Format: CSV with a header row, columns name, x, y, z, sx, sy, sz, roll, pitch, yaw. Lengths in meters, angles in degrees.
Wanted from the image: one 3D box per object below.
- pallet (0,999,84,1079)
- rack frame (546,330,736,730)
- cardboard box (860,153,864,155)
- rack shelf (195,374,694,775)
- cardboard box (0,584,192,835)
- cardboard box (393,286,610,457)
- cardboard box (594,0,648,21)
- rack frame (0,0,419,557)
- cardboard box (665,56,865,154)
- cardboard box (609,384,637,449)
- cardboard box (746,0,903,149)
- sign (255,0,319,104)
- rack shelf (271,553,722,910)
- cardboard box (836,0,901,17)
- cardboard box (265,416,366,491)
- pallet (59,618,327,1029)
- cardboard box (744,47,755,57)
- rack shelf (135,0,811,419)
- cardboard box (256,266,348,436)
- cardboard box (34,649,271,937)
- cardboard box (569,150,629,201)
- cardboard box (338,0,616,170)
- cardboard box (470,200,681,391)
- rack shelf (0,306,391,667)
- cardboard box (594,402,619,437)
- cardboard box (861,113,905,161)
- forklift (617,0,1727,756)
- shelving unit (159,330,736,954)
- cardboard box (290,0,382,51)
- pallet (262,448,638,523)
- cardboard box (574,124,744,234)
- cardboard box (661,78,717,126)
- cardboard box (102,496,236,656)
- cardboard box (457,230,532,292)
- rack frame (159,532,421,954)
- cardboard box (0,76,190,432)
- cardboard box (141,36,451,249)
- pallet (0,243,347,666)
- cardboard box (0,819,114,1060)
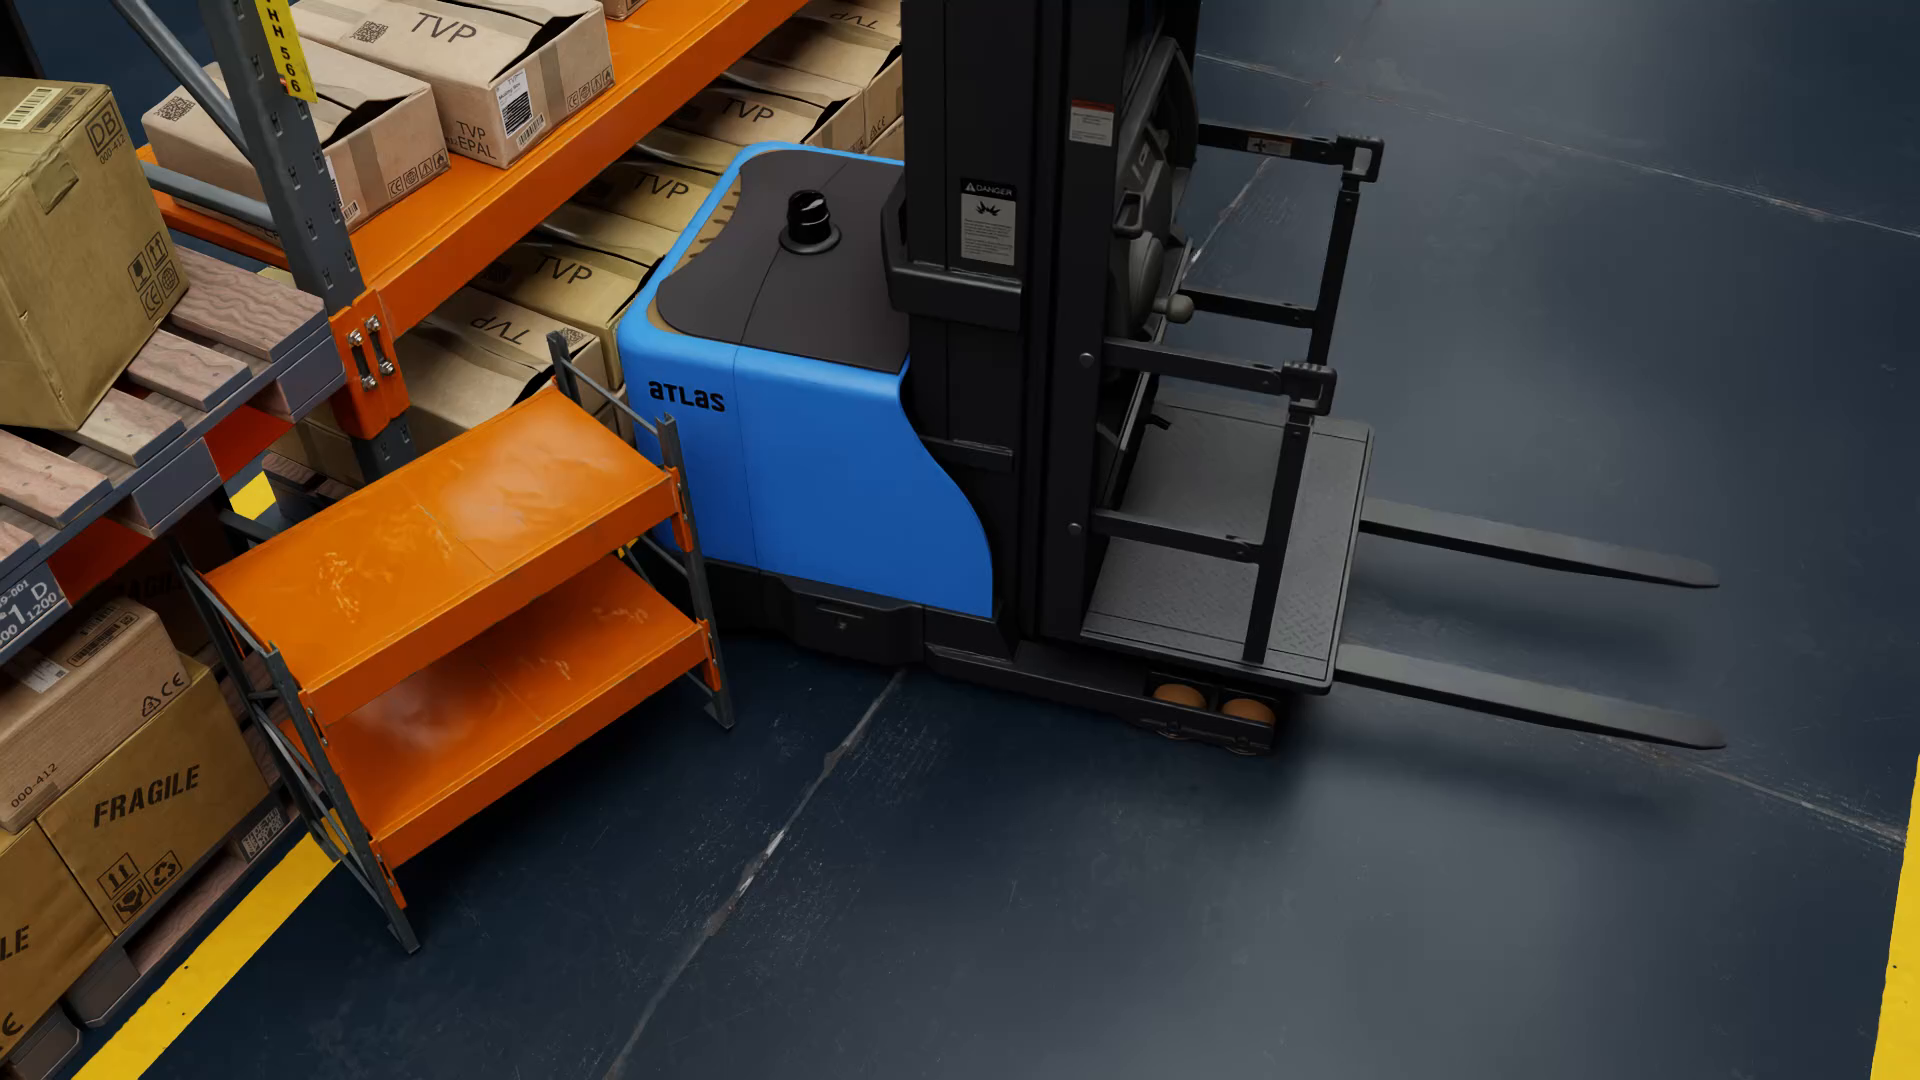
name,x,y,z,sx,sy,sz,roll,pitch,yaw
pallet,-2.837,1.354,3.764,1.003,0.211,1.213,20,49,19
rack frame,-0.835,0.003,4.426,0.032,1.125,0.500,-35,53,-29
cardboard box,-0.680,-1.233,5.998,0.500,0.250,0.500,21,49,20
rack shelf,-1.210,0.050,3.977,1.000,0.278,0.538,-35,53,-29
cardboard box,-2.139,0.314,3.752,0.500,0.250,0.500,22,49,21
cardboard box,-1.387,-0.461,4.840,0.500,0.311,0.500,22,49,20
cardboard box,-1.125,-1.948,4.996,0.500,0.500,0.500,18,48,17
rack frame,-1.890,-0.850,3.981,1.000,3.000,0.127,20,49,19
cardboard box,-0.673,-1.439,5.807,0.500,0.311,0.500,20,49,19
cardboard box,-1.154,-0.581,5.353,0.500,0.250,0.500,19,48,18
cardboard box,-0.437,-1.755,6.119,0.500,0.311,0.500,20,49,19
sign,-1.405,-1.056,3.426,0.100,0.325,0.005,20,49,19
rack shelf,-1.193,0.433,4.353,1.000,0.278,0.538,-35,53,-29
cardboard box,-0.203,-2.068,6.429,0.500,0.311,0.500,22,49,20
cardboard box,-1.862,-0.443,5.217,0.500,0.250,0.500,22,49,20
pallet,-2.270,0.588,4.520,1.003,0.211,1.213,20,49,19
cardboard box,-0.922,-1.930,6.292,0.500,0.311,0.500,19,48,18
rack shelf,-0.961,-1.857,5.482,1.077,0.370,4.000,20,49,19
cardboard box,-1.865,-0.639,5.017,0.500,0.311,0.500,22,49,20
cardboard box,-2.116,0.541,4.055,0.500,0.500,0.500,22,49,21
cardboard box,-1.393,-1.286,5.656,0.500,0.311,0.500,20,49,19
cardboard box,-1.303,-1.318,4.506,0.500,0.311,0.500,20,49,19
cardboard box,-1.150,-0.795,5.170,0.500,0.311,0.500,19,48,18
rack shelf,-2.818,0.663,2.992,1.077,0.370,4.000,20,49,19
cardboard box,-1.387,-0.264,5.040,0.500,0.250,0.500,20,49,19
cardboard box,-0.442,-1.553,6.314,0.500,0.250,0.500,21,49,20
forklift,0.666,-0.853,4.032,3.031,2.935,1.130,12,46,11
shelving unit,-1.201,0.259,4.182,1.048,1.125,0.538,-35,53,-29
cardboard box,-1.717,-1.419,4.721,0.380,0.149,0.250,20,49,19
pallet,-1.473,-0.375,5.473,1.003,0.211,1.213,20,49,19
cardboard box,-0.911,-1.115,5.487,0.500,0.311,0.500,19,48,18
cardboard box,-1.158,-1.601,5.967,0.500,0.311,0.500,22,49,20
cardboard box,-2.354,0.066,4.523,0.500,0.500,0.500,22,49,21
cardboard box,-1.629,-0.969,5.342,0.500,0.311,0.500,20,49,18
rack frame,-1.566,0.514,3.938,0.032,1.125,0.500,-35,53,-29
cardboard box,-2.082,-0.599,3.367,0.700,0.500,0.500,6,46,6
cardboard box,-1.682,-1.033,4.225,0.500,0.311,0.500,23,50,21
pallet,-2.142,-0.332,3.604,1.213,0.211,1.003,20,49,19
cardboard box,-2.357,0.867,3.733,0.500,0.500,0.500,19,48,18
